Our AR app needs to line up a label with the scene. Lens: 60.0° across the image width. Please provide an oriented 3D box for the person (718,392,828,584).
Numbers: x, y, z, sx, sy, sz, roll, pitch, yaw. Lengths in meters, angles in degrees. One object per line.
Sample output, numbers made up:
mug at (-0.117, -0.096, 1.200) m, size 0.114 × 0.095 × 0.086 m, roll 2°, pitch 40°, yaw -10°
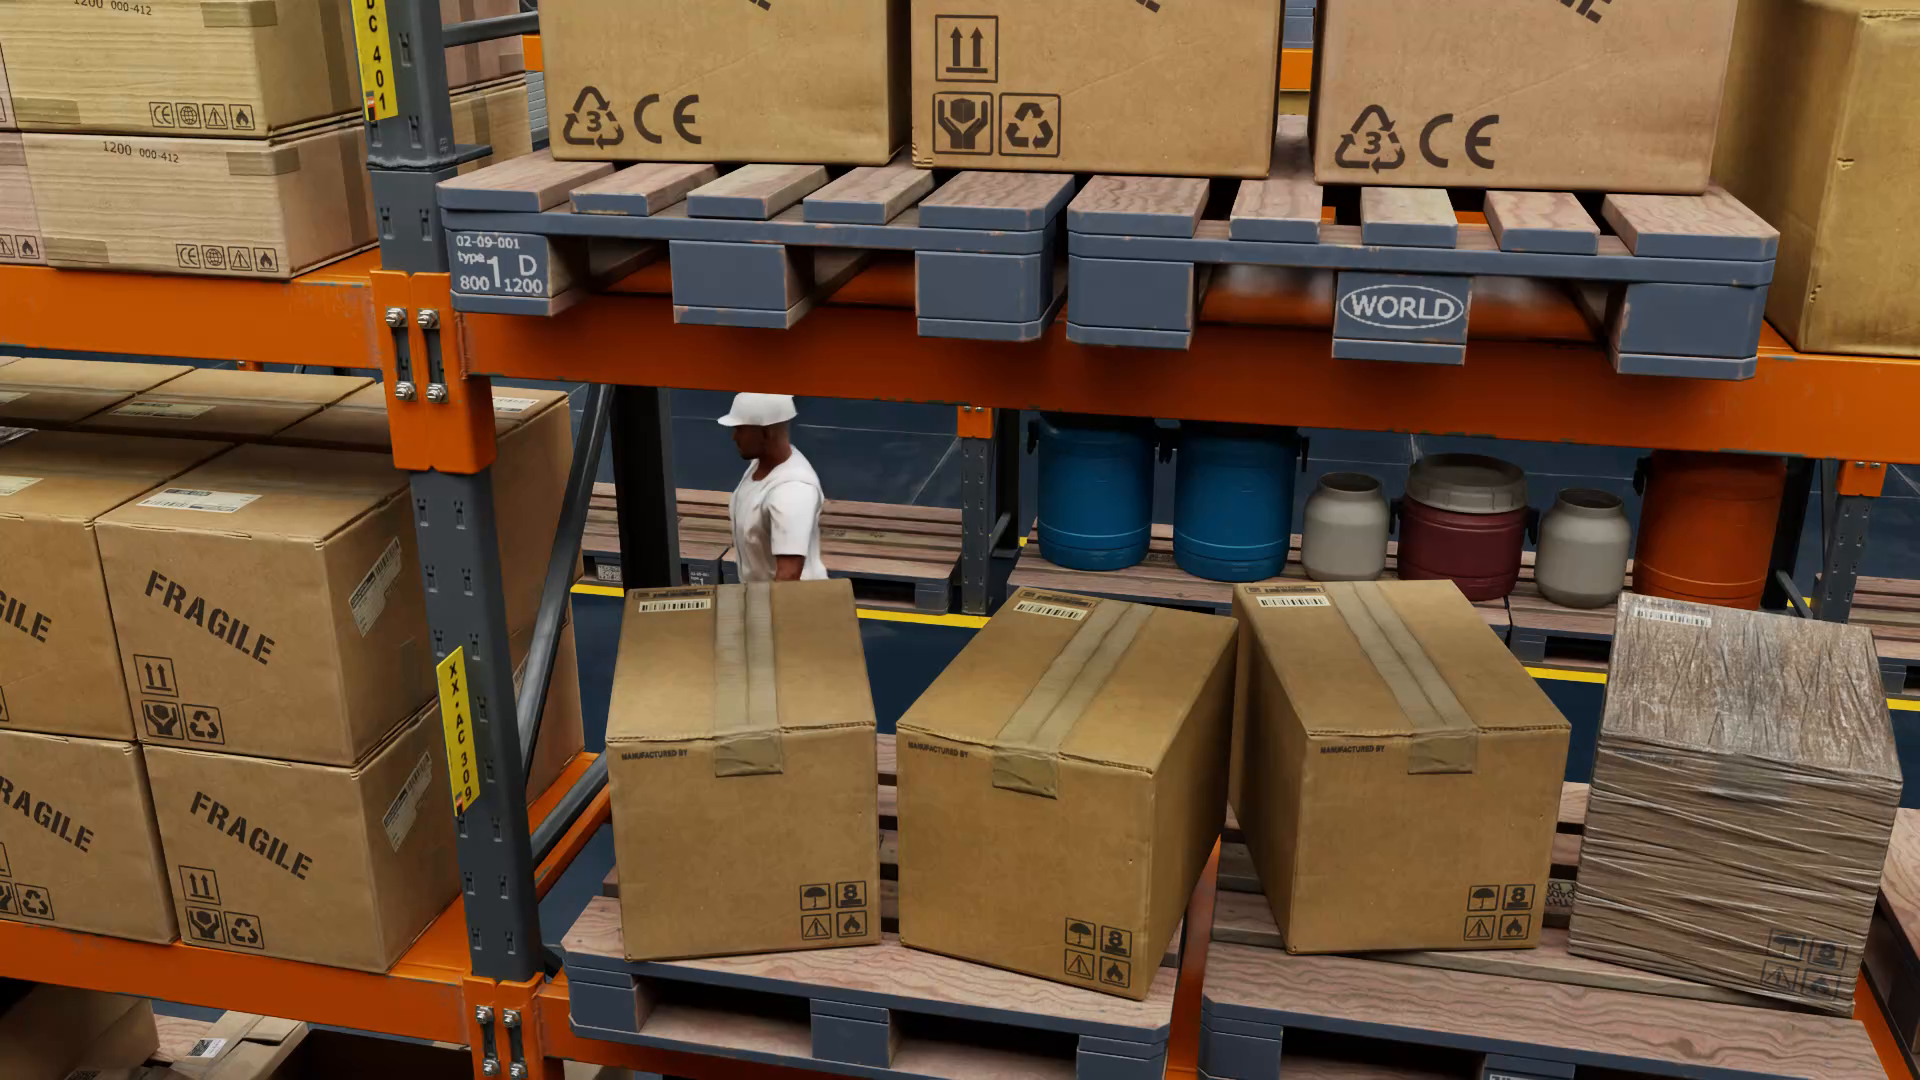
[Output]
person at (-0.717, 0.264, 6.380) m, size 0.908 × 1.742 × 0.666 m, roll -10°, pitch 24°, yaw -24°
